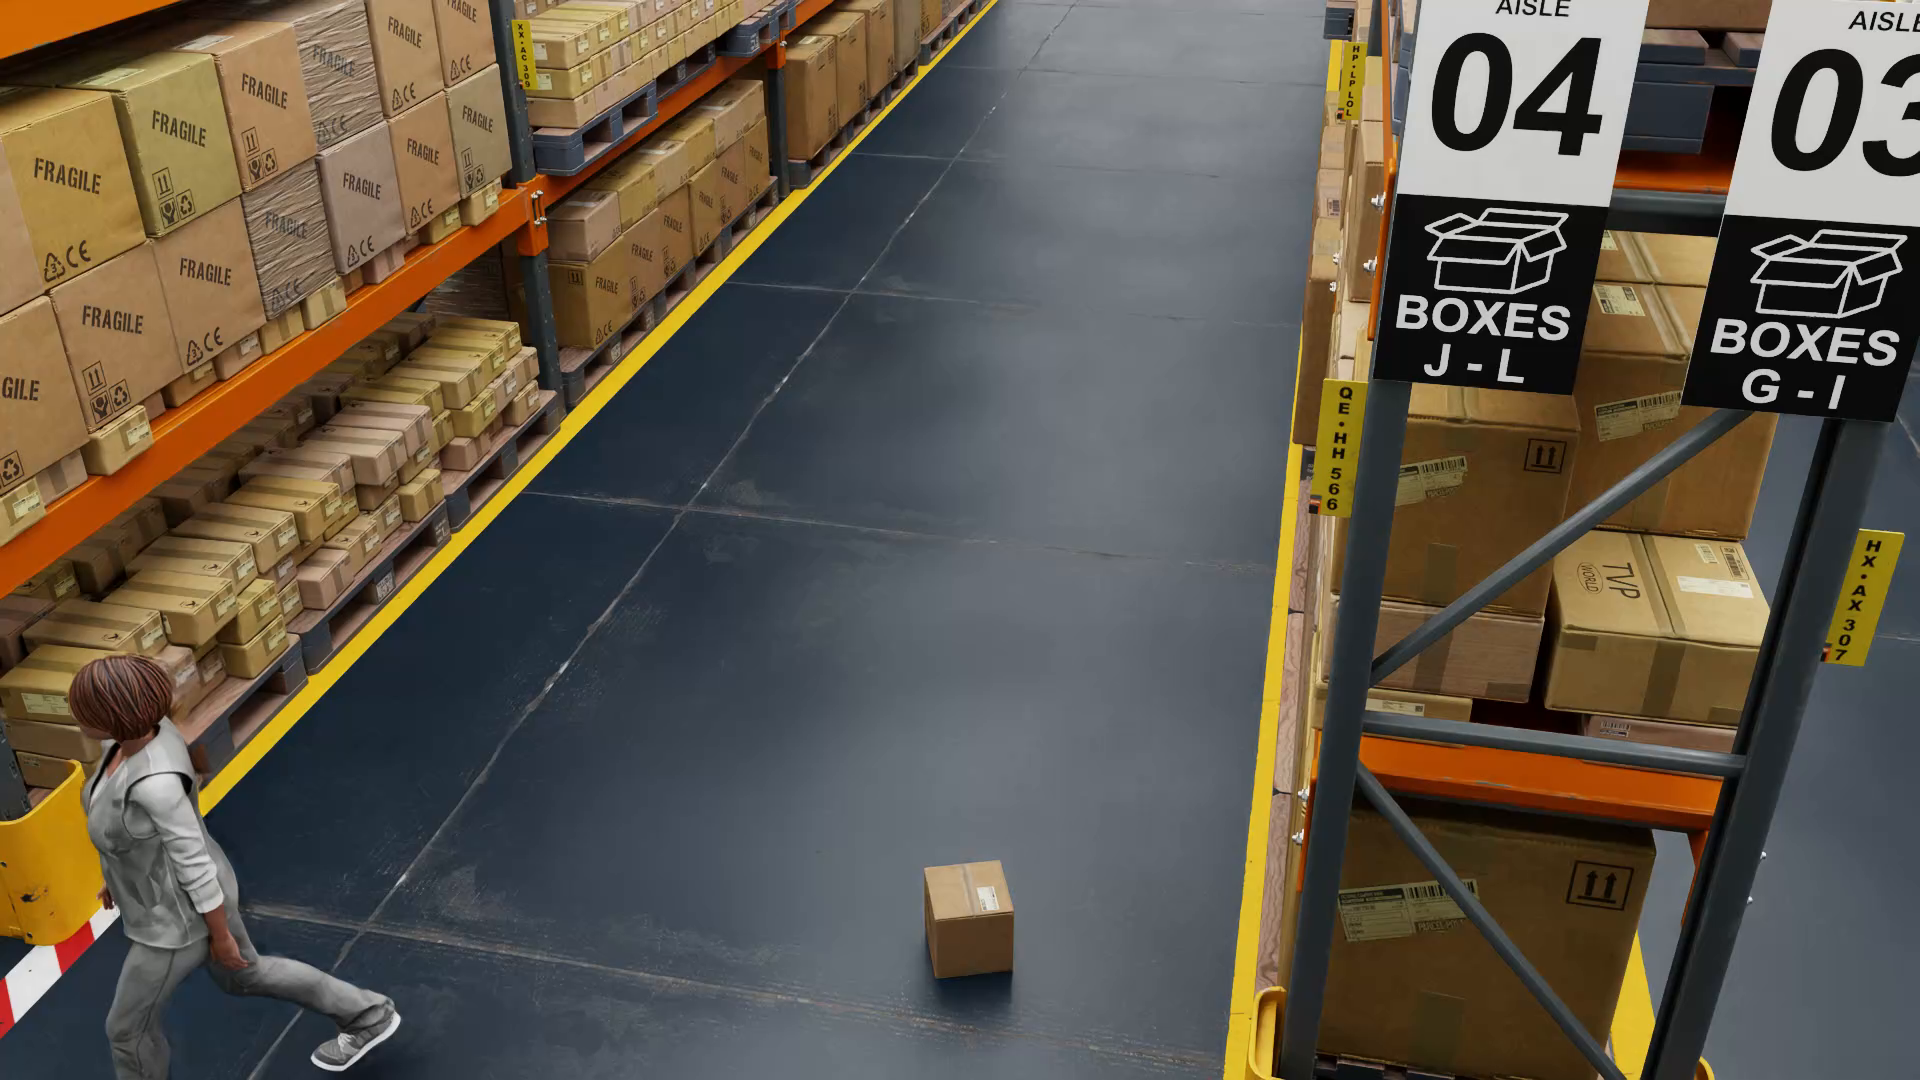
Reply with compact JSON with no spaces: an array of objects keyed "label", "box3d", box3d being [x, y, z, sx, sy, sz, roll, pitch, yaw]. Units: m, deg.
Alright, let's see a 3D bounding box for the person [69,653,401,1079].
[{"label":"person","box3d":[-2.085,0.952,4.432,0.952,1.532,0.427,-13,32,-21]}]
